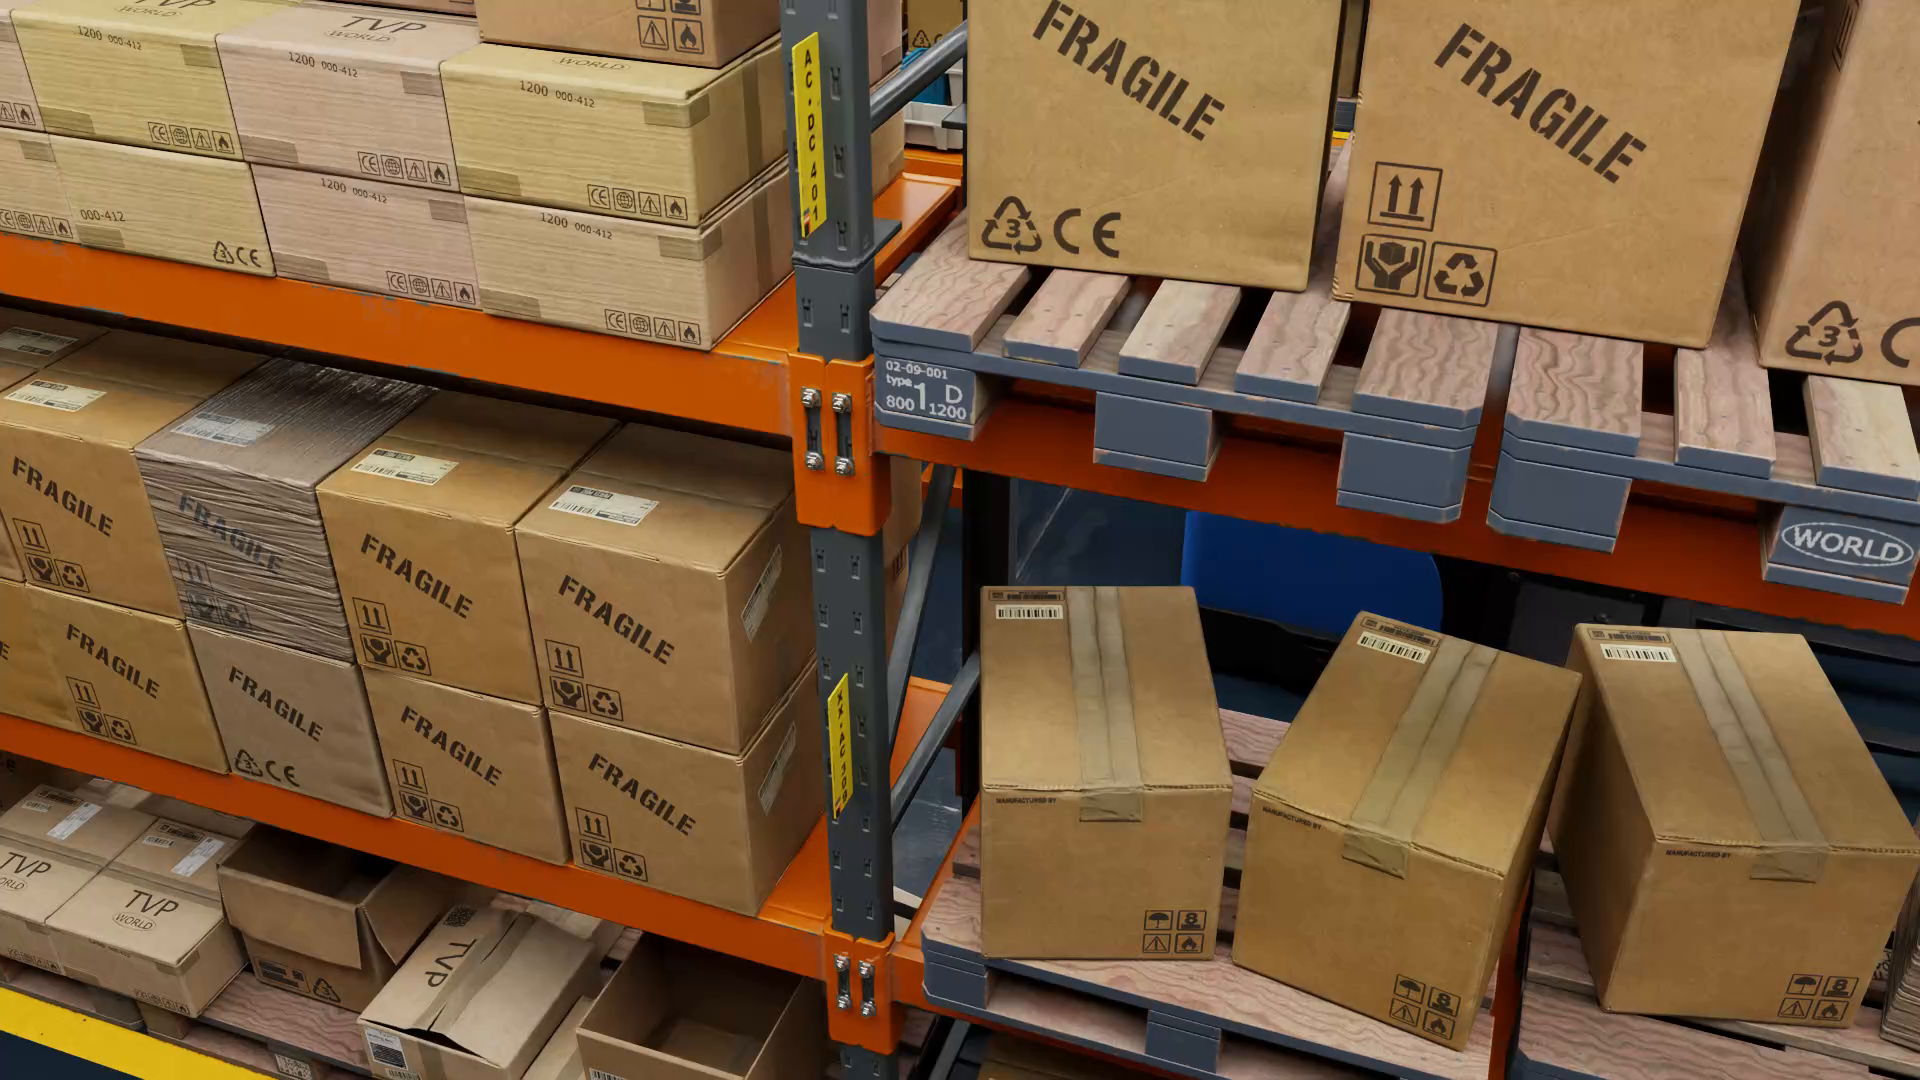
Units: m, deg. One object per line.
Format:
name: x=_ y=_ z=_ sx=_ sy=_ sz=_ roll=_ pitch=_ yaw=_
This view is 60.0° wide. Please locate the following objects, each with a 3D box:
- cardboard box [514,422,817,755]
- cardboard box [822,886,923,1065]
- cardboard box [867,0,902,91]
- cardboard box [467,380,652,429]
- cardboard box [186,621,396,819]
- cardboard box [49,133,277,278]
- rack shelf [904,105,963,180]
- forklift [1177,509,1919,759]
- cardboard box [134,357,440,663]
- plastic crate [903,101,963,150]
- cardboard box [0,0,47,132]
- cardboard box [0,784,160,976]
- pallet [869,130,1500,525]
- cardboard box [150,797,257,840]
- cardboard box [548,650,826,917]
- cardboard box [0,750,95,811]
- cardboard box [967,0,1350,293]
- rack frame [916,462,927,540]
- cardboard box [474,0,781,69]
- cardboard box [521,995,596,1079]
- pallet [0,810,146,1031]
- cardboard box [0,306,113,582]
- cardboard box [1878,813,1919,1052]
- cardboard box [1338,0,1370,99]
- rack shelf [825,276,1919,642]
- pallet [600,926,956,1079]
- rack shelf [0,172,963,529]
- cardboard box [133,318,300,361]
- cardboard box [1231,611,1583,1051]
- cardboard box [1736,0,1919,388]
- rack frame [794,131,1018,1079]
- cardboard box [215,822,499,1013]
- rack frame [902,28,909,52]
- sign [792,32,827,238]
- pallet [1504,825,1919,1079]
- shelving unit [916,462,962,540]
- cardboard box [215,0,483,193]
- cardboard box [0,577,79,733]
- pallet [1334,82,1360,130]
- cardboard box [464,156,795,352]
cardboard box: x=-0.638 y=0.099 z=3.817 sx=0.500 sy=0.500 sz=0.500 roll=11 pitch=34 yaw=17
cardboard box: x=-0.397 y=1.279 z=5.077 sx=0.500 sy=0.311 sz=0.500 roll=11 pitch=34 yaw=16
cardboard box: x=-0.448 y=-1.101 z=3.603 sx=0.500 sy=0.250 sz=0.500 roll=11 pitch=34 yaw=16
cardboard box: x=-0.909 y=-0.265 z=4.380 sx=0.500 sy=0.500 sz=0.500 roll=10 pitch=34 yaw=15
cardboard box: x=-1.602 y=0.333 z=4.377 sx=0.500 sy=0.500 sz=0.500 roll=12 pitch=35 yaw=18
cardboard box: x=-1.563 y=-0.813 z=3.616 sx=0.500 sy=0.250 sz=0.500 roll=11 pitch=34 yaw=16
rack shelf: x=-0.283 y=-2.071 z=8.855 sx=4.000 sy=0.370 sz=1.077 roll=11 pitch=34 yaw=16
forklift: x=2.461 y=-0.690 z=6.117 sx=3.031 sy=2.935 sz=1.130 roll=12 pitch=35 yaw=18
cardboard box: x=-1.595 y=-0.086 z=4.103 sx=0.500 sy=0.500 sz=0.500 roll=11 pitch=35 yaw=17
plastic crate: x=-0.141 y=-2.087 z=8.404 sx=0.466 sy=0.136 sz=0.293 roll=11 pitch=34 yaw=16
cardboard box: x=-2.034 y=-1.114 z=3.622 sx=0.500 sy=0.250 sz=0.500 roll=11 pitch=34 yaw=16
cardboard box: x=-2.953 y=1.096 z=5.417 sx=0.500 sy=0.250 sz=0.500 roll=11 pitch=34 yaw=16
pallet: x=0.516 y=-0.504 z=3.174 sx=1.003 sy=0.211 sz=1.213 roll=11 pitch=34 yaw=16
cardboard box: x=-2.361 y=0.923 z=5.685 sx=0.500 sy=0.250 sz=0.500 roll=11 pitch=34 yaw=16
cardboard box: x=-0.632 y=0.519 z=4.088 sx=0.500 sy=0.500 sz=0.500 roll=12 pitch=35 yaw=17
cardboard box: x=-3.245 y=0.629 z=5.910 sx=0.500 sy=0.500 sz=0.500 roll=11 pitch=34 yaw=16
cardboard box: x=0.375 y=-0.869 z=2.994 sx=0.600 sy=0.600 sz=0.600 roll=8 pitch=34 yaw=12
rack frame: x=-0.165 y=-0.473 z=7.515 sx=0.008 sy=1.050 sz=0.200 roll=11 pitch=34 yaw=16
cardboard box: x=-0.545 y=-1.270 z=3.172 sx=0.500 sy=0.500 sz=0.700 roll=11 pitch=34 yaw=16
cardboard box: x=-1.080 y=1.537 z=4.827 sx=0.250 sy=0.149 sz=0.380 roll=11 pitch=34 yaw=16
pallet: x=-3.018 y=1.121 z=5.820 sx=1.213 sy=0.211 sz=1.003 roll=11 pitch=34 yaw=16
cardboard box: x=-2.547 y=-0.271 z=4.390 sx=0.500 sy=0.500 sz=0.500 roll=11 pitch=35 yaw=17
cardboard box: x=2.264 y=0.713 z=3.402 sx=0.500 sy=0.500 sz=0.700 roll=18 pitch=37 yaw=25
cardboard box: x=2.677 y=-3.982 z=12.723 sx=0.875 sy=0.875 sz=0.875 roll=11 pitch=34 yaw=16
rack shelf: x=1.808 y=-0.070 z=2.991 sx=4.000 sy=0.370 sz=1.077 roll=11 pitch=34 yaw=16
pallet: x=-0.721 y=1.567 z=5.129 sx=1.213 sy=0.211 sz=1.003 roll=11 pitch=34 yaw=16
rack shelf: x=-1.957 y=-0.802 z=4.125 sx=4.000 sy=0.370 sz=1.077 roll=11 pitch=34 yaw=16
cardboard box: x=-1.879 y=-0.453 z=4.672 sx=0.500 sy=0.500 sz=0.500 roll=12 pitch=35 yaw=18
cardboard box: x=0.965 y=0.597 z=3.580 sx=0.500 sy=0.500 sz=0.700 roll=17 pitch=36 yaw=24
cardboard box: x=1.631 y=-0.627 z=2.618 sx=0.600 sy=0.600 sz=0.600 roll=10 pitch=34 yaw=15
rack frame: x=-0.075 y=0.522 z=4.177 sx=0.127 sy=3.000 sz=1.000 roll=11 pitch=34 yaw=16
cardboard box: x=-1.845 y=1.044 z=5.263 sx=0.637 sy=0.503 sz=0.797 roll=11 pitch=34 yaw=16
rack frame: x=-0.494 y=-5.268 z=13.144 sx=0.127 sy=3.000 sz=1.000 roll=11 pitch=34 yaw=16
sign: x=-0.250 y=-0.677 z=2.792 sx=0.005 sy=0.325 sz=0.100 roll=11 pitch=34 yaw=16
pallet: x=1.859 y=0.981 z=3.643 sx=1.213 sy=0.211 sz=1.003 roll=11 pitch=34 yaw=16
shelving unit: x=-0.050 y=-0.451 z=7.480 sx=0.252 sy=1.050 sz=0.215 roll=11 pitch=34 yaw=16
cardboard box: x=-1.093 y=-0.929 z=3.336 sx=0.500 sy=0.250 sz=0.500 roll=11 pitch=34 yaw=16
cardboard box: x=-2.552 y=0.148 z=4.663 sx=0.500 sy=0.500 sz=0.500 roll=11 pitch=34 yaw=16
pallet: x=2.582 y=-3.544 z=13.044 sx=1.213 sy=0.211 sz=1.003 roll=11 pitch=34 yaw=16
cardboard box: x=-0.622 y=-0.629 z=3.331 sx=0.500 sy=0.250 sz=0.500 roll=11 pitch=34 yaw=16
